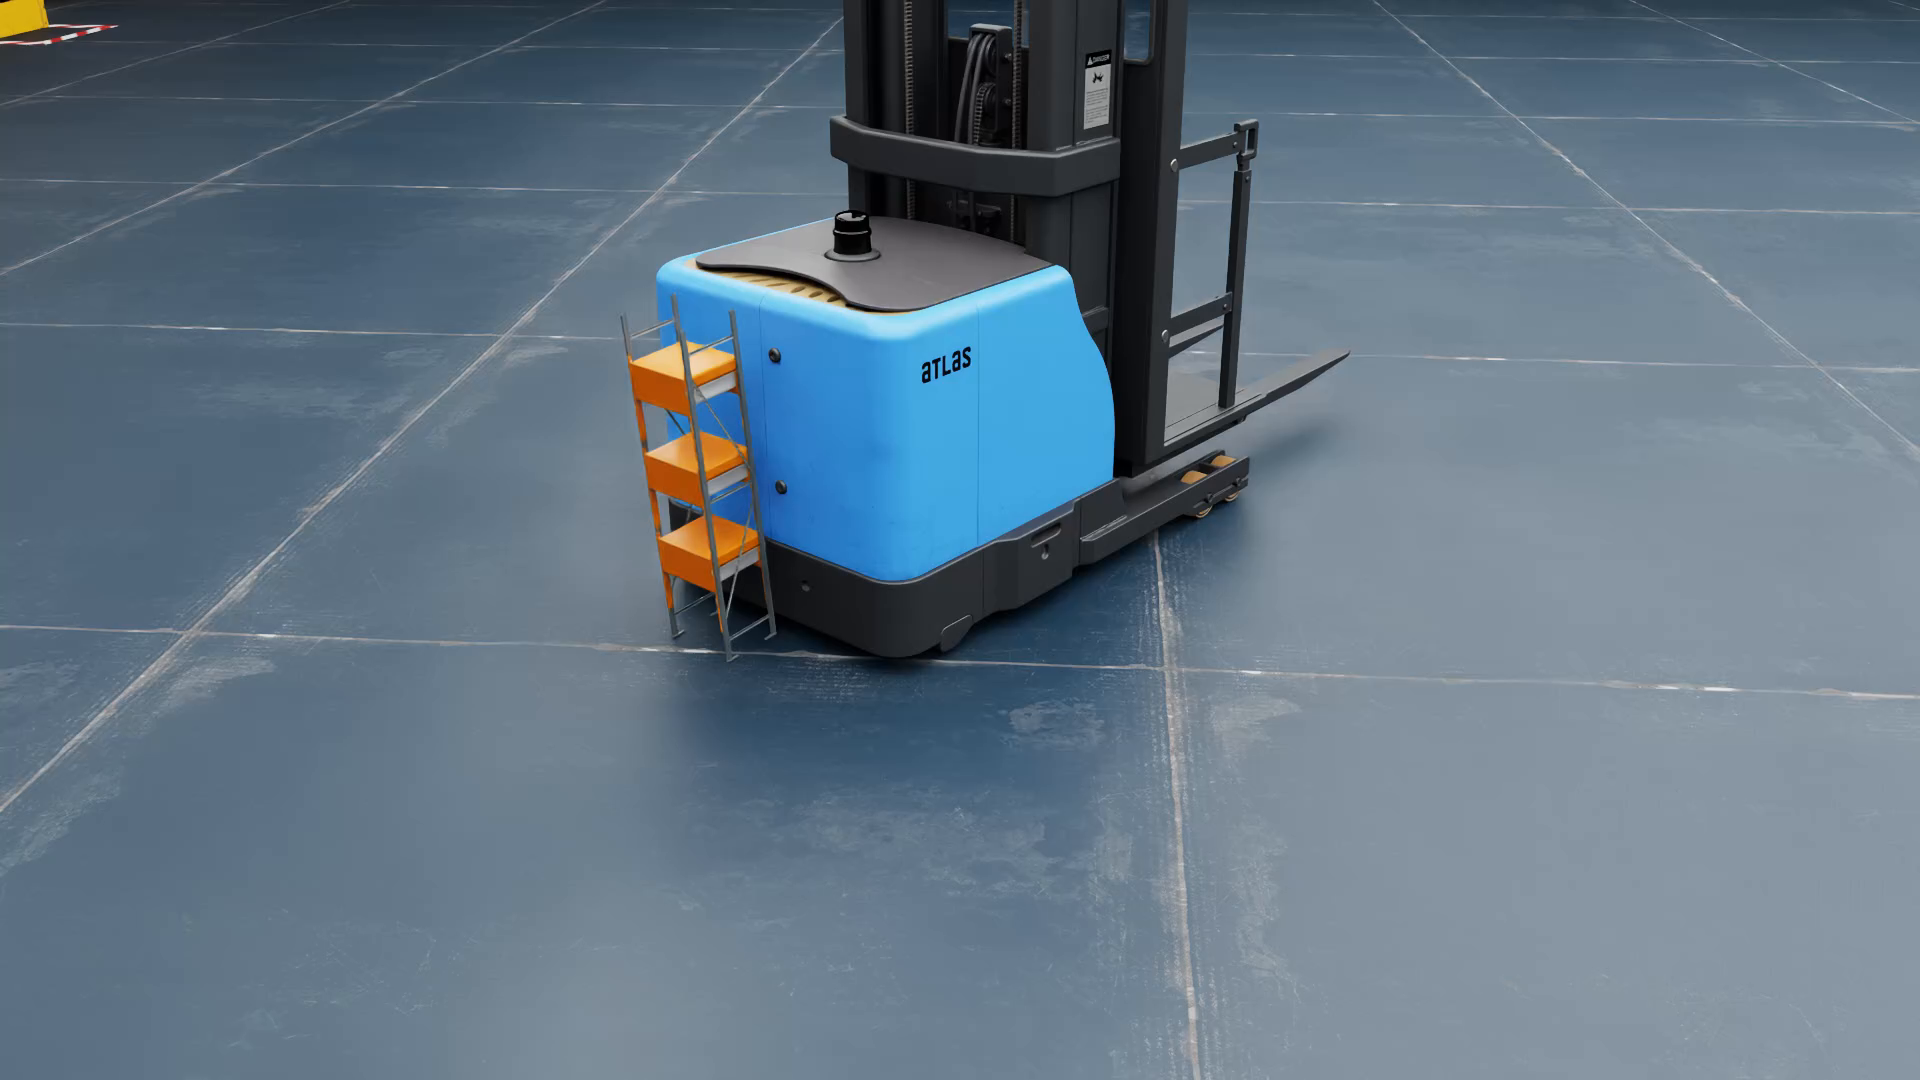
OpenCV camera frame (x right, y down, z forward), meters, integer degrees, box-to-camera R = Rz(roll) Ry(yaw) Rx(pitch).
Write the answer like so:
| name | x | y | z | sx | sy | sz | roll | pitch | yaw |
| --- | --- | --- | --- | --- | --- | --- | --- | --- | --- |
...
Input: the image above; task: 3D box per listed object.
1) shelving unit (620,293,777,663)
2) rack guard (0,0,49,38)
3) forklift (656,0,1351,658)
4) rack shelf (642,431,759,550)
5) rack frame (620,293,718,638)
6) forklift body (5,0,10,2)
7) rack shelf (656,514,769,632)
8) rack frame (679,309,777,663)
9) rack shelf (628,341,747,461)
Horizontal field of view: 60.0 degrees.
| name | x | y | z | sx | sy | sz | roll | pitch | yaw |
| --- | --- | --- | --- | --- | --- | --- | --- | --- | --- |
| shelving unit | -0.750 | -0.168 | 4.839 | 0.252 | 1.050 | 0.215 | 19 | 36 | 36 |
| rack guard | -9.778 | -5.398 | 16.884 | 0.348 | 0.500 | 1.175 | 2 | 25 | 4 |
| forklift | 0.401 | -1.530 | 5.569 | 1.130 | 2.935 | 3.031 | 19 | 31 | 36 |
| rack shelf | -0.750 | -0.158 | 4.844 | 0.240 | 0.259 | 0.215 | 19 | 36 | 36 |
| rack frame | -0.843 | -0.201 | 4.910 | 0.008 | 1.050 | 0.200 | 19 | 36 | 36 |
| forklift body | -11.356 | -7.515 | 19.509 | 1.214 | 2.155 | 2.313 | 2 | 25 | 4 |
| rack shelf | -0.734 | 0.085 | 4.976 | 0.240 | 0.259 | 0.215 | 19 | 36 | 36 |
| rack frame | -0.657 | -0.135 | 4.767 | 0.008 | 1.050 | 0.200 | 19 | 36 | 36 |
| rack shelf | -0.766 | -0.408 | 4.709 | 0.240 | 0.259 | 0.215 | 19 | 36 | 36 |
